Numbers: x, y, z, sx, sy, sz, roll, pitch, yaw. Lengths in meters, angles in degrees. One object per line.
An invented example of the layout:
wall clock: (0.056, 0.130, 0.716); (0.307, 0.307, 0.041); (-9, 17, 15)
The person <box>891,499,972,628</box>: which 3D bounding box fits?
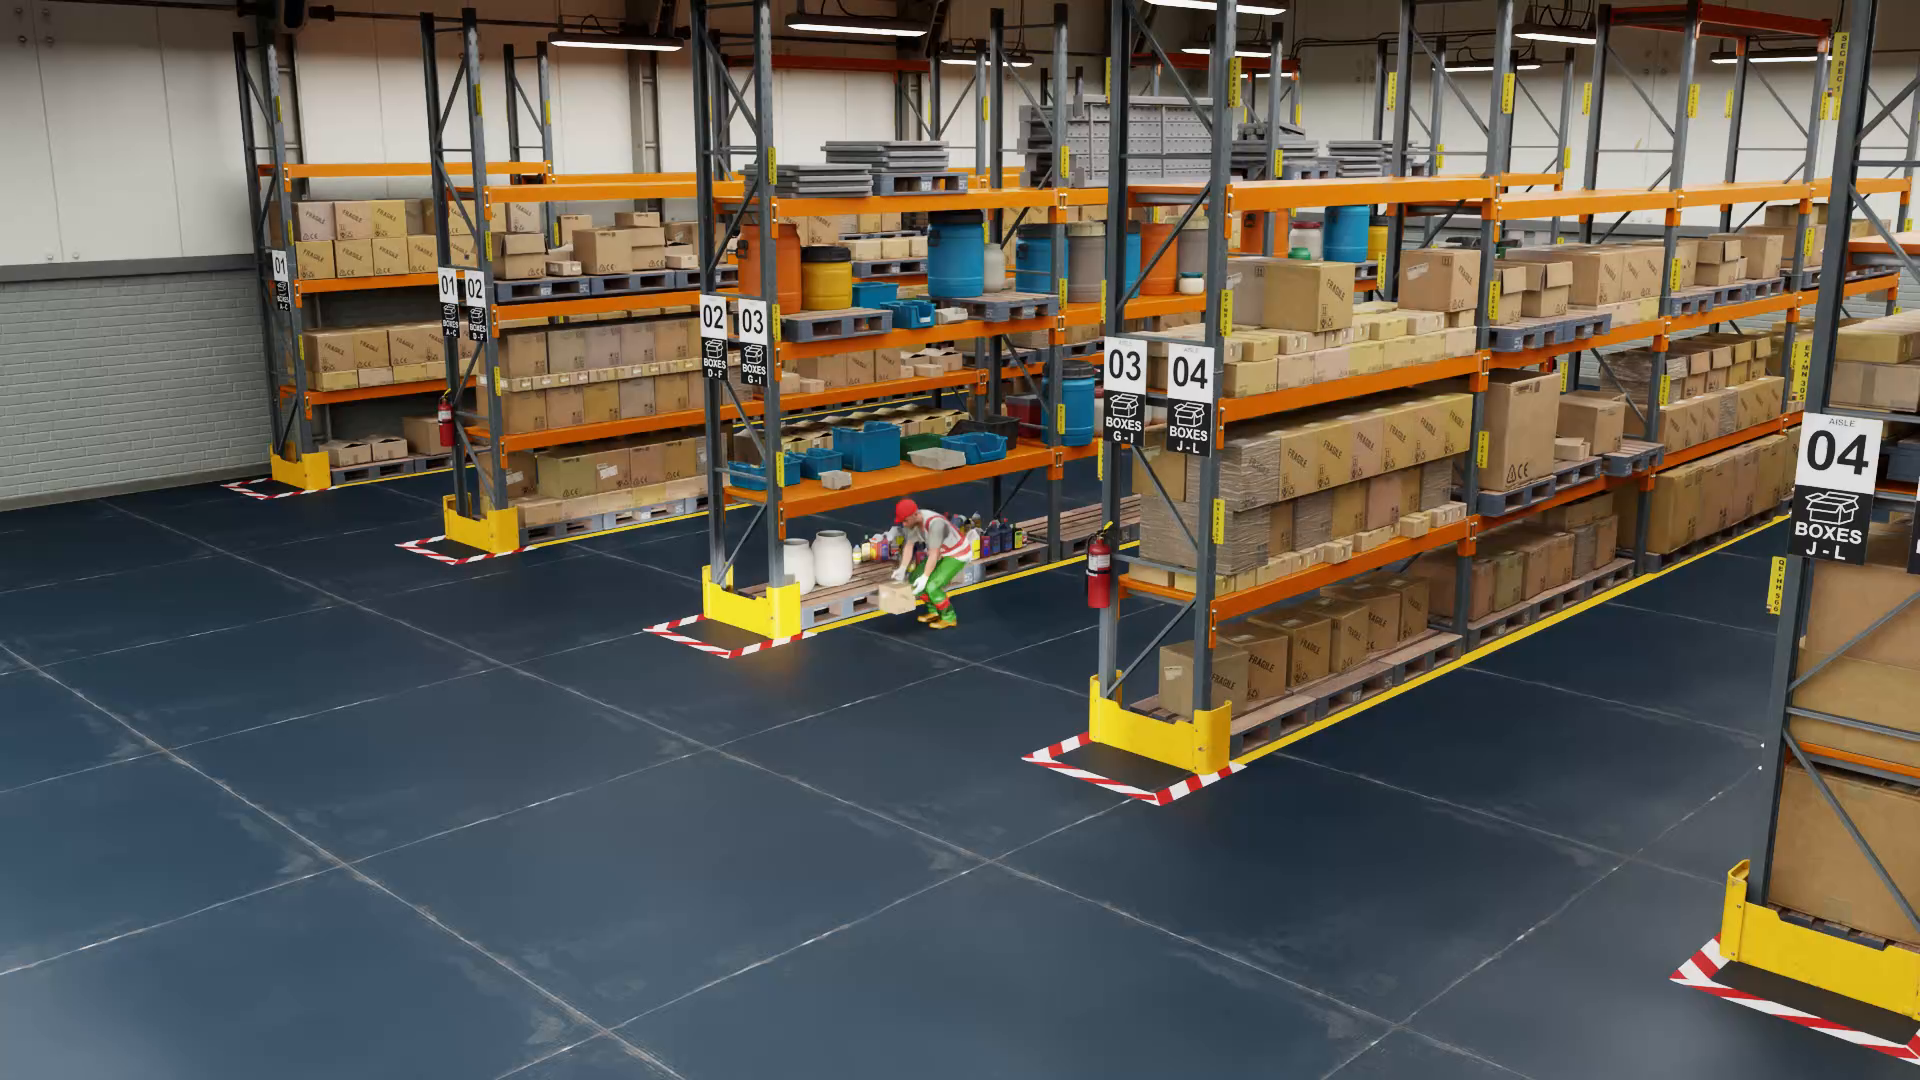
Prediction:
person: (-0.267, 0.210, 16.127); (0.816, 1.295, 0.585); (-7, 15, -26)
